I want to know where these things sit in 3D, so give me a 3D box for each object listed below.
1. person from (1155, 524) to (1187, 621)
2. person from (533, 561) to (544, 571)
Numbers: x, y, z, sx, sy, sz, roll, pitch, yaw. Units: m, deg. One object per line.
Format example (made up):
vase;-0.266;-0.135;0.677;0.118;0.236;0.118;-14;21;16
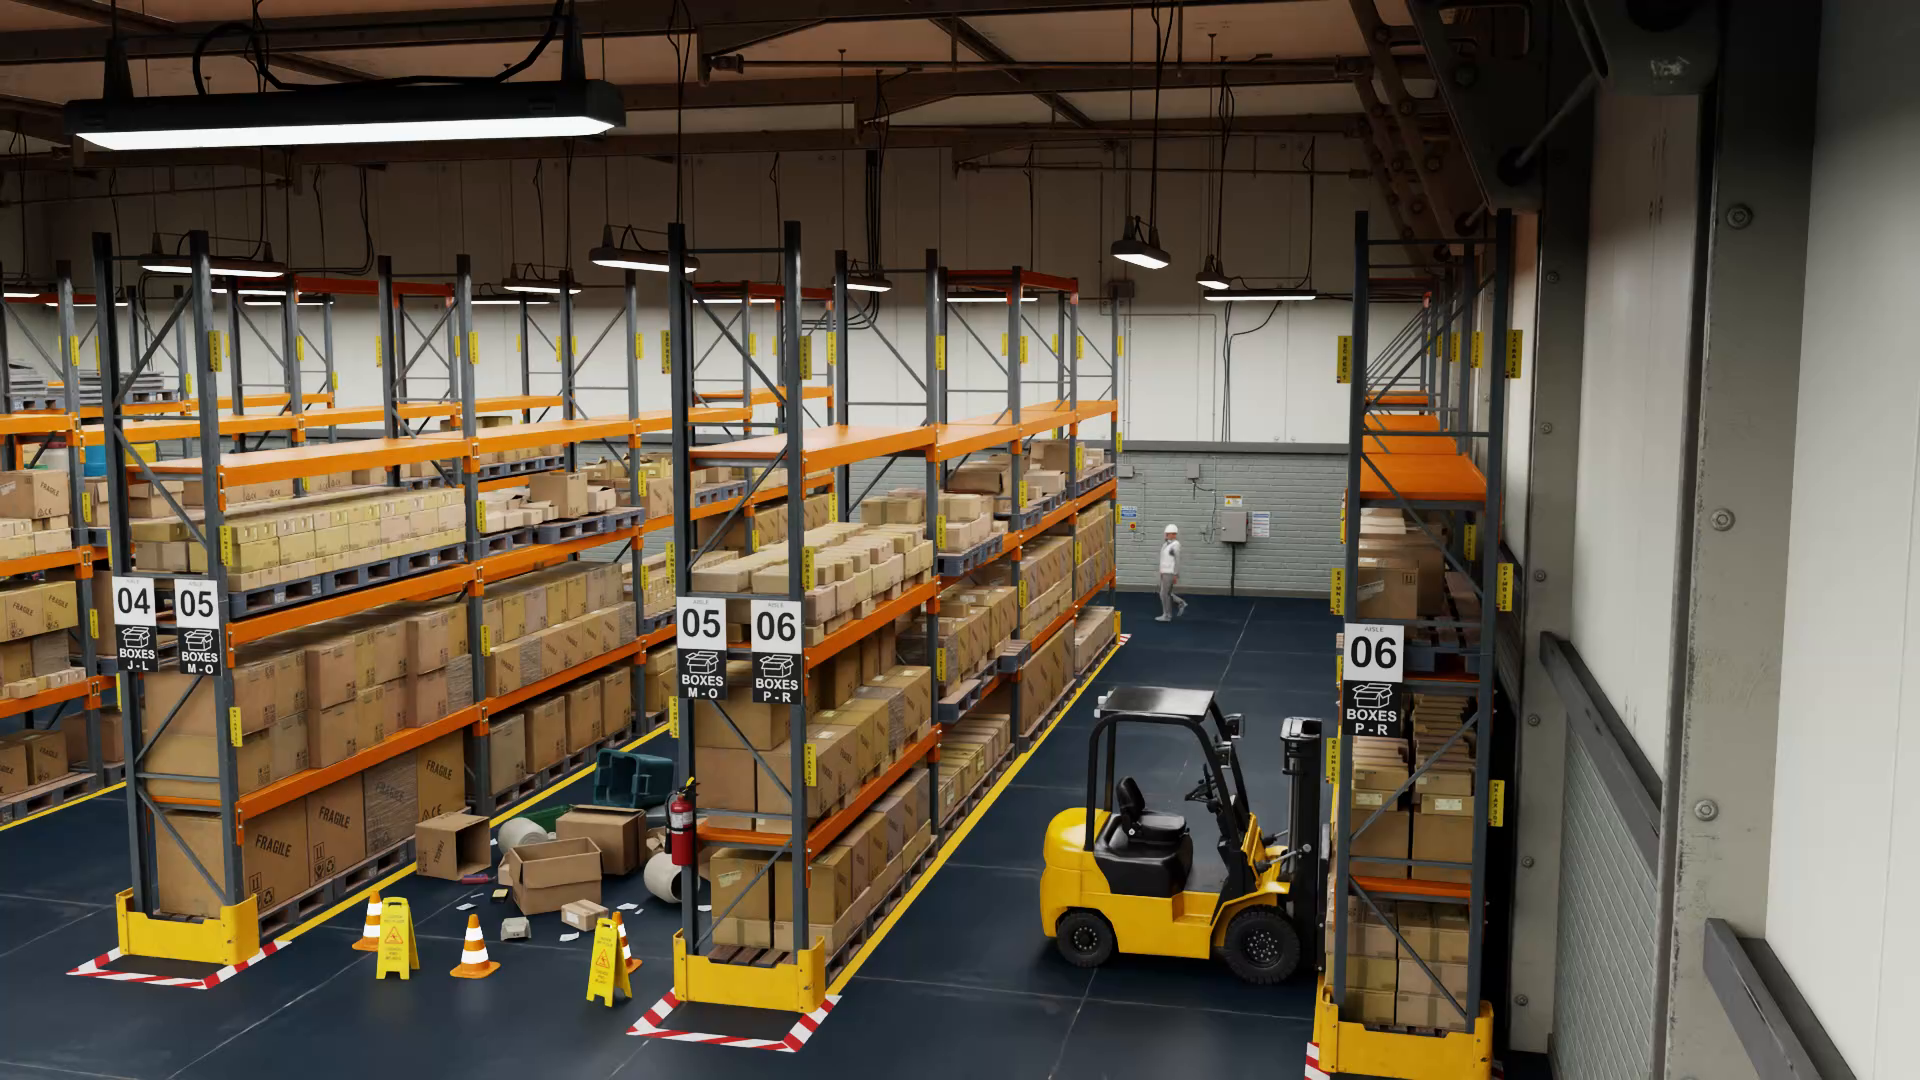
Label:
person;3.852;0.589;30.224;0.611;1.763;0.528;0;7;-1
person;-6.770;1.082;26.879;0.535;1.594;1.033;1;7;10
